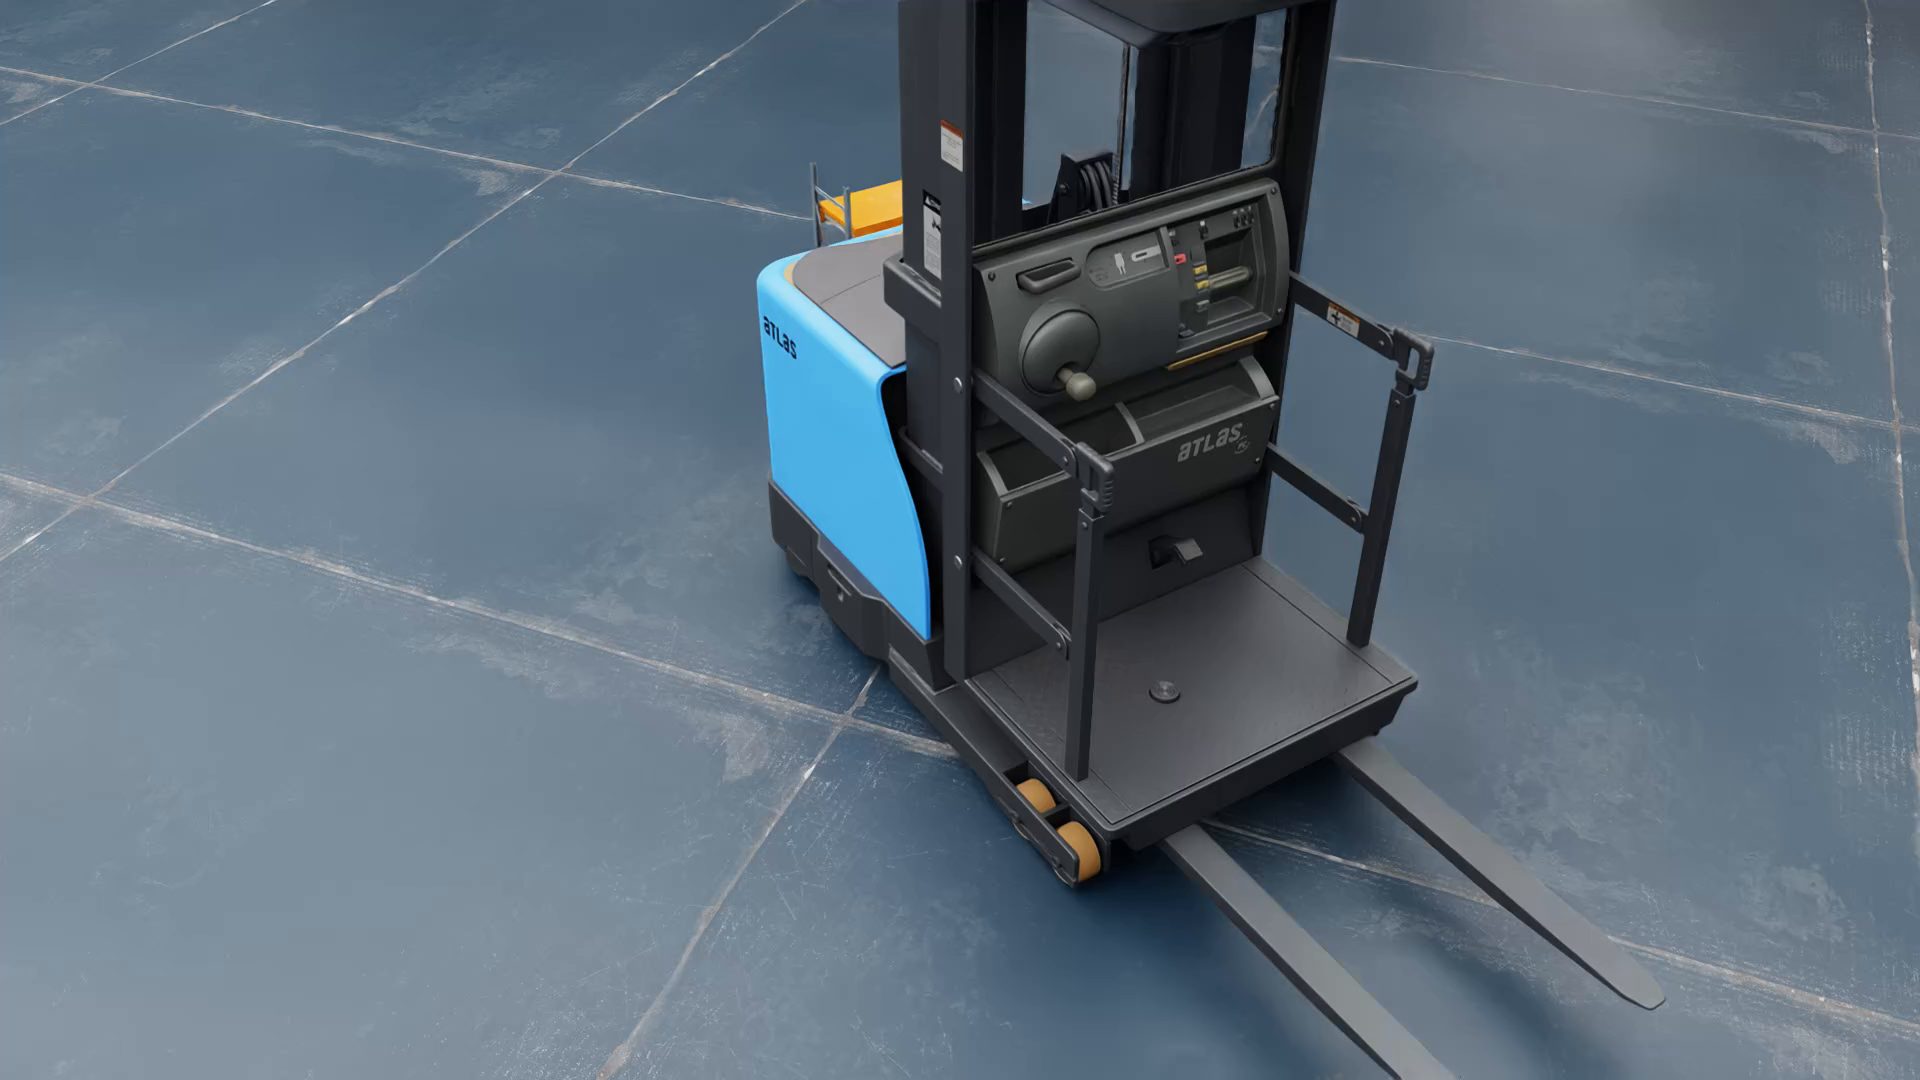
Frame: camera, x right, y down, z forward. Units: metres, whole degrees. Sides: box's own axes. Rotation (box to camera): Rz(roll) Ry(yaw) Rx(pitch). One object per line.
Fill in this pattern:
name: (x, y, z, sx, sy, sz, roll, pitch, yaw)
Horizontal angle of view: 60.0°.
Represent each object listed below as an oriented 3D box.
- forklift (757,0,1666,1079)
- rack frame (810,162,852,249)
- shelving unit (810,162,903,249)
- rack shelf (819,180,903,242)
forklift: (0.576, -0.568, 4.062, 1.130, 2.935, 3.031, -21, 42, -26)
rack frame: (-0.413, -0.680, 5.655, 0.015, 1.200, 0.240, -21, 41, -26)
shelving unit: (-0.208, -0.758, 5.761, 0.503, 1.200, 0.258, -21, 41, -26)
rack shelf: (-0.209, -1.074, 5.527, 0.480, 0.148, 0.258, -21, 41, -26)
